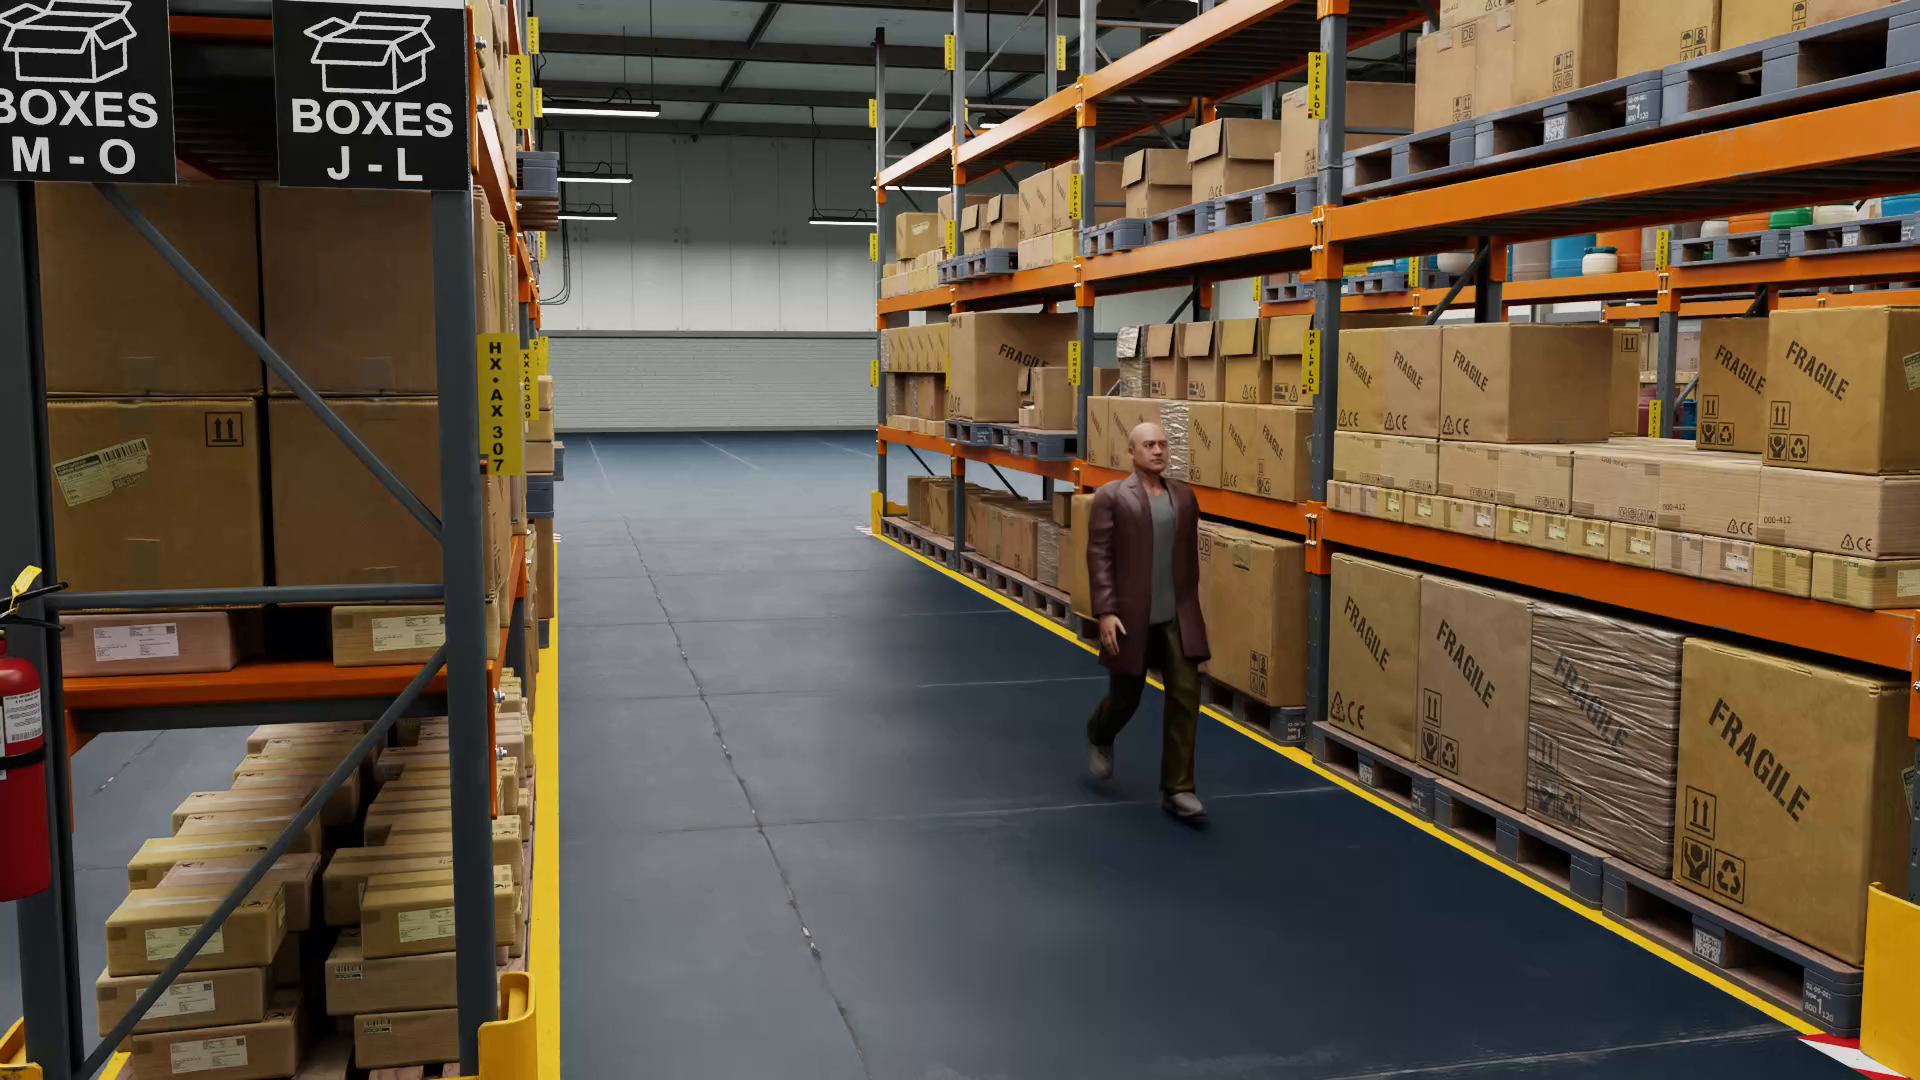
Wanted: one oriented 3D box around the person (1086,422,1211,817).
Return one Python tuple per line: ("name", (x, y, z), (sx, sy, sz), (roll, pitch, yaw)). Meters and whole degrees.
("person", (0.847, 0.337, 7.625), (0.574, 1.748, 0.969), (-2, 6, -14))
